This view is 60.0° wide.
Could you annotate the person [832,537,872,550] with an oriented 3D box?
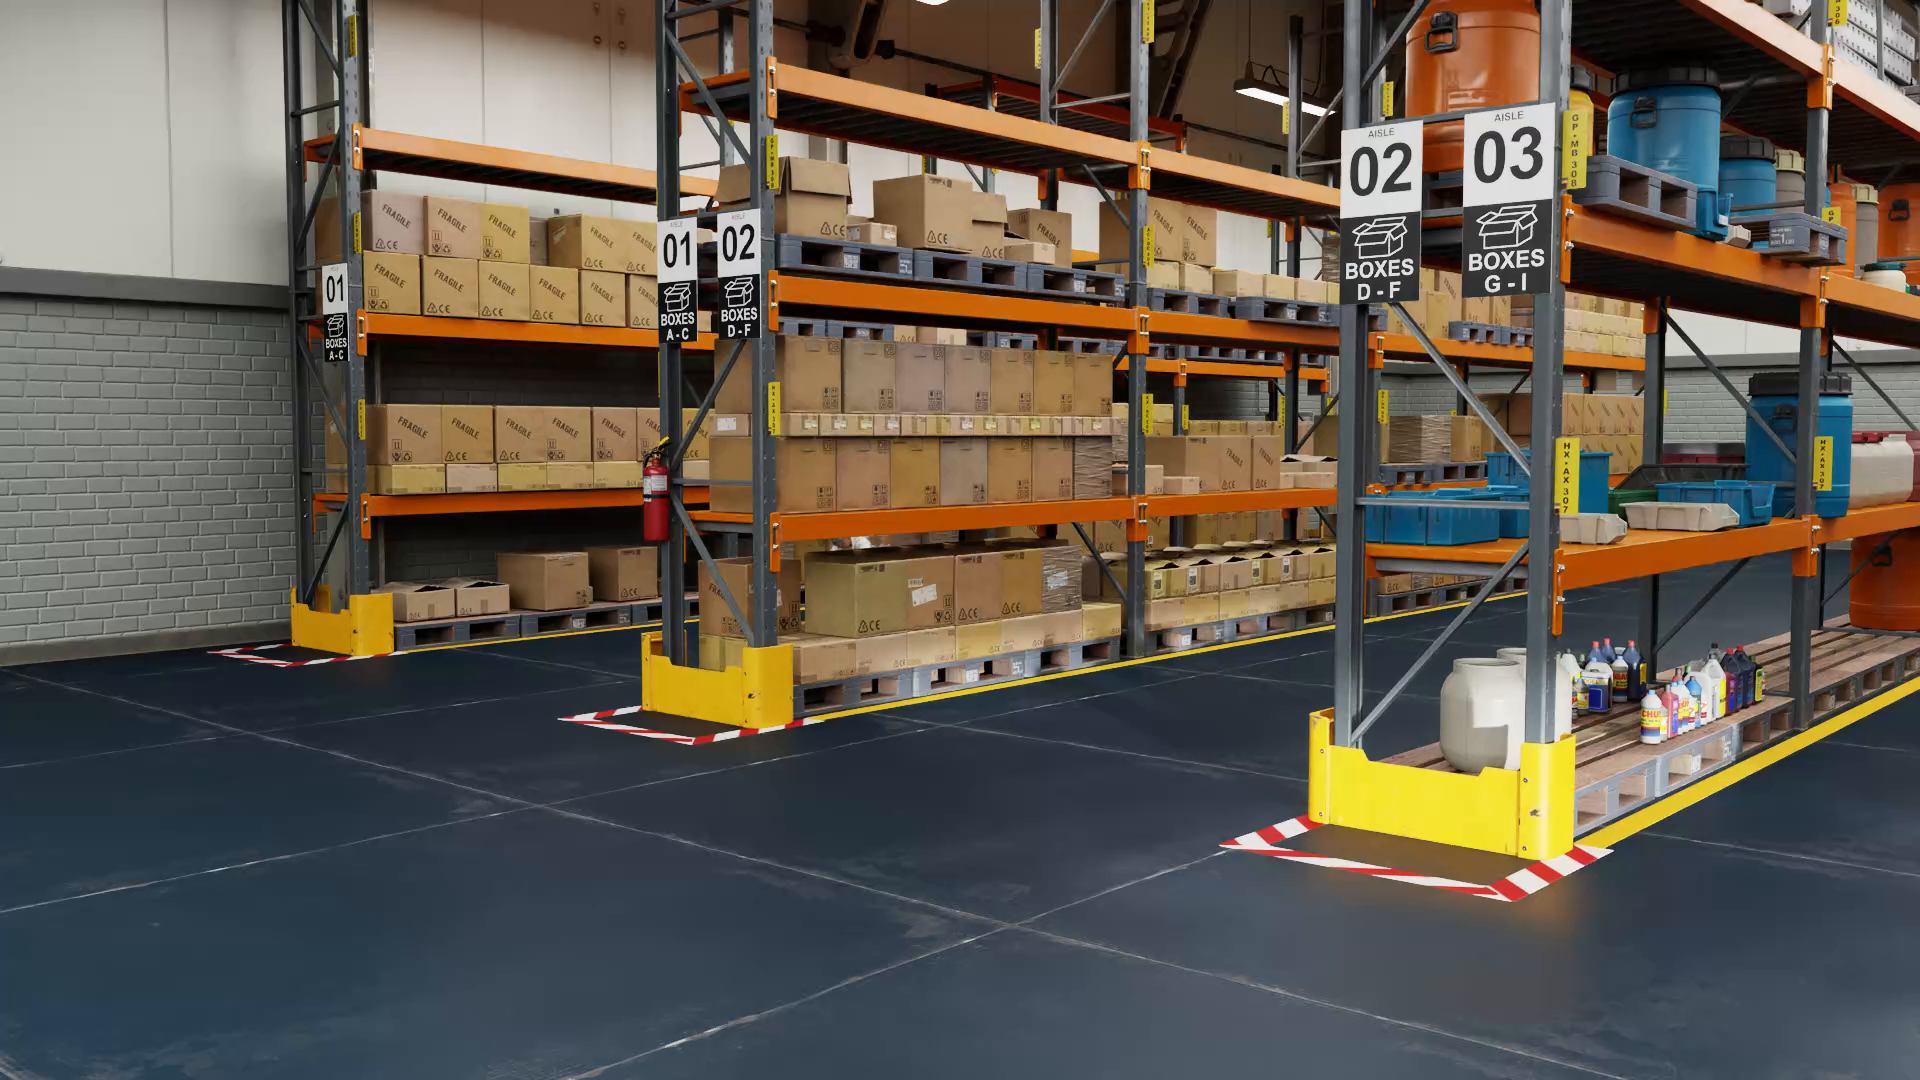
[{"bbox_3d":[-1.070,0.286,16.633,0.494,0.961,0.830,3,5,41],"label":"person"}]
